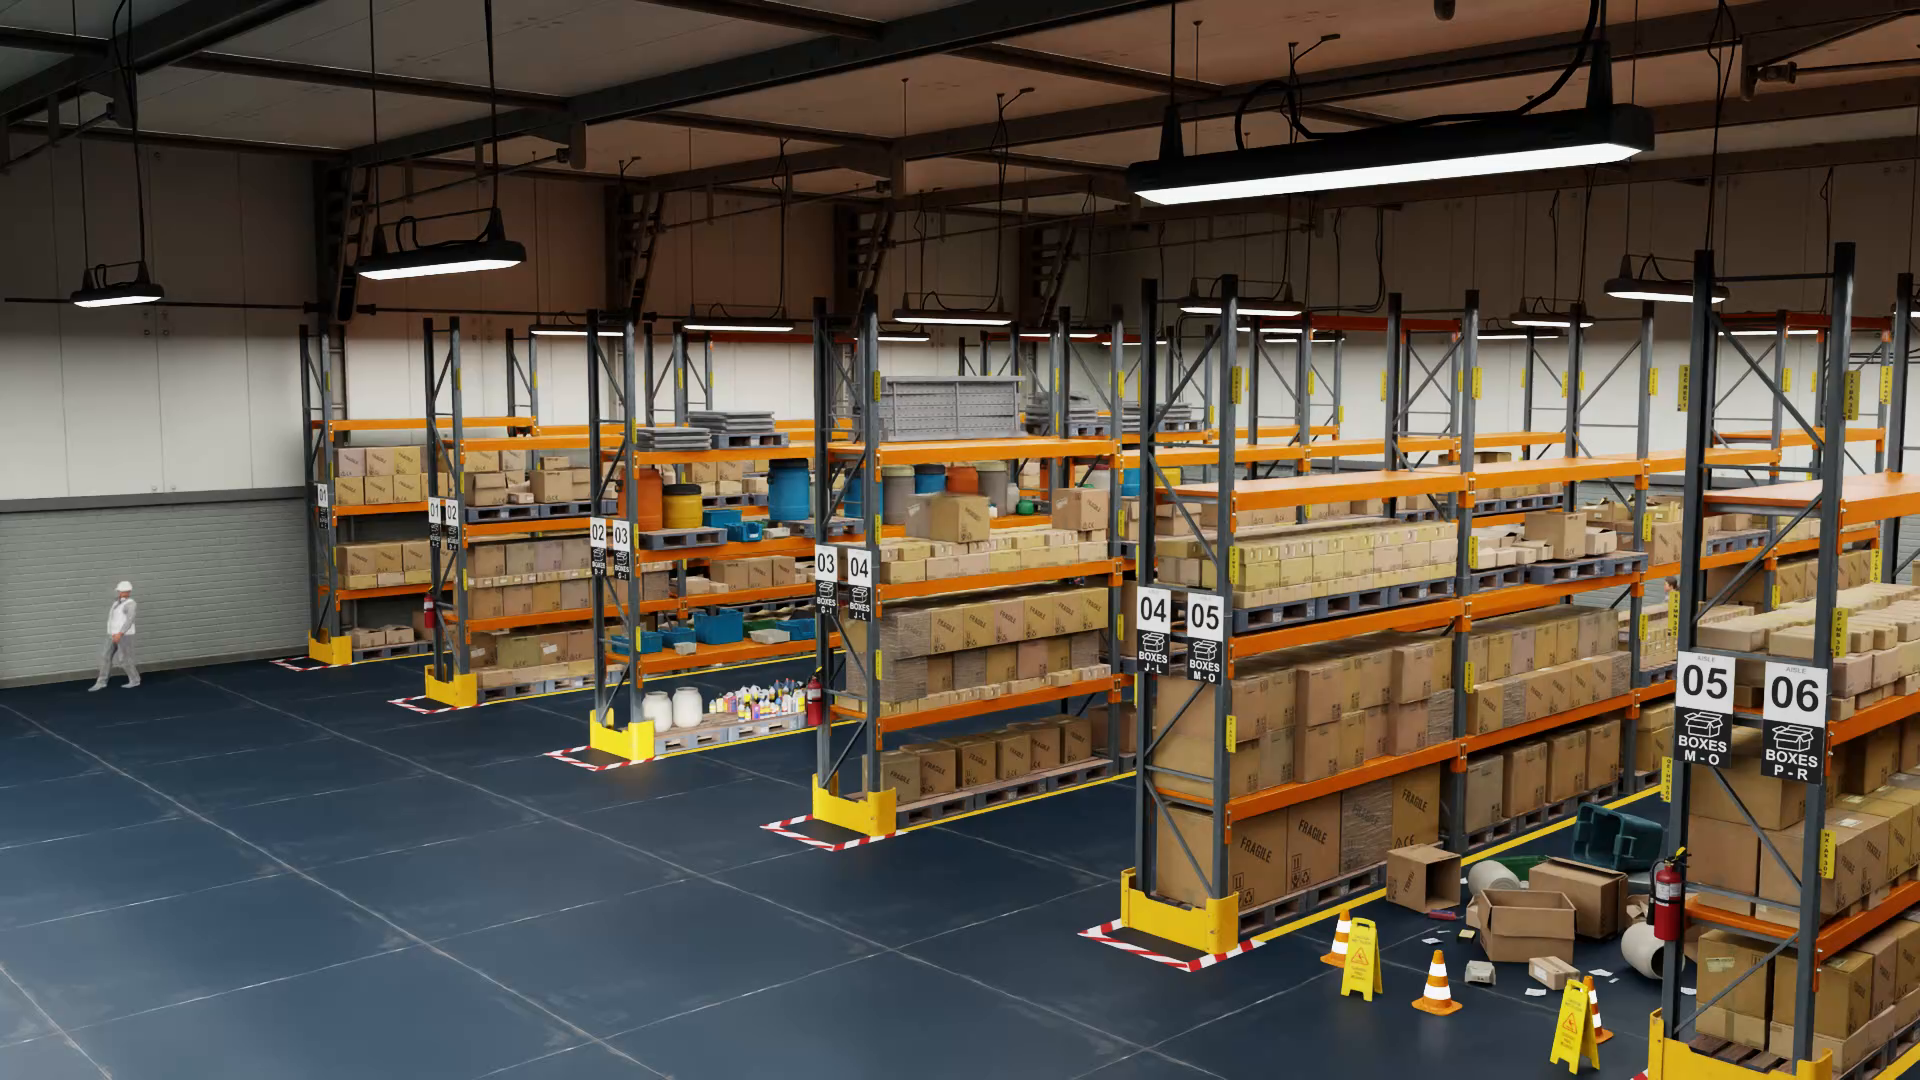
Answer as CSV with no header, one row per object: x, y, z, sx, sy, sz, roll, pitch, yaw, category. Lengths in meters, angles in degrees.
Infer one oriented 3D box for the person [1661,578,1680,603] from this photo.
12.300,1.442,28.931,1.056,1.598,0.425,5,8,43,person

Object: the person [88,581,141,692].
-13.806,1.573,27.102,0.567,1.771,0.752,4,7,32,person
